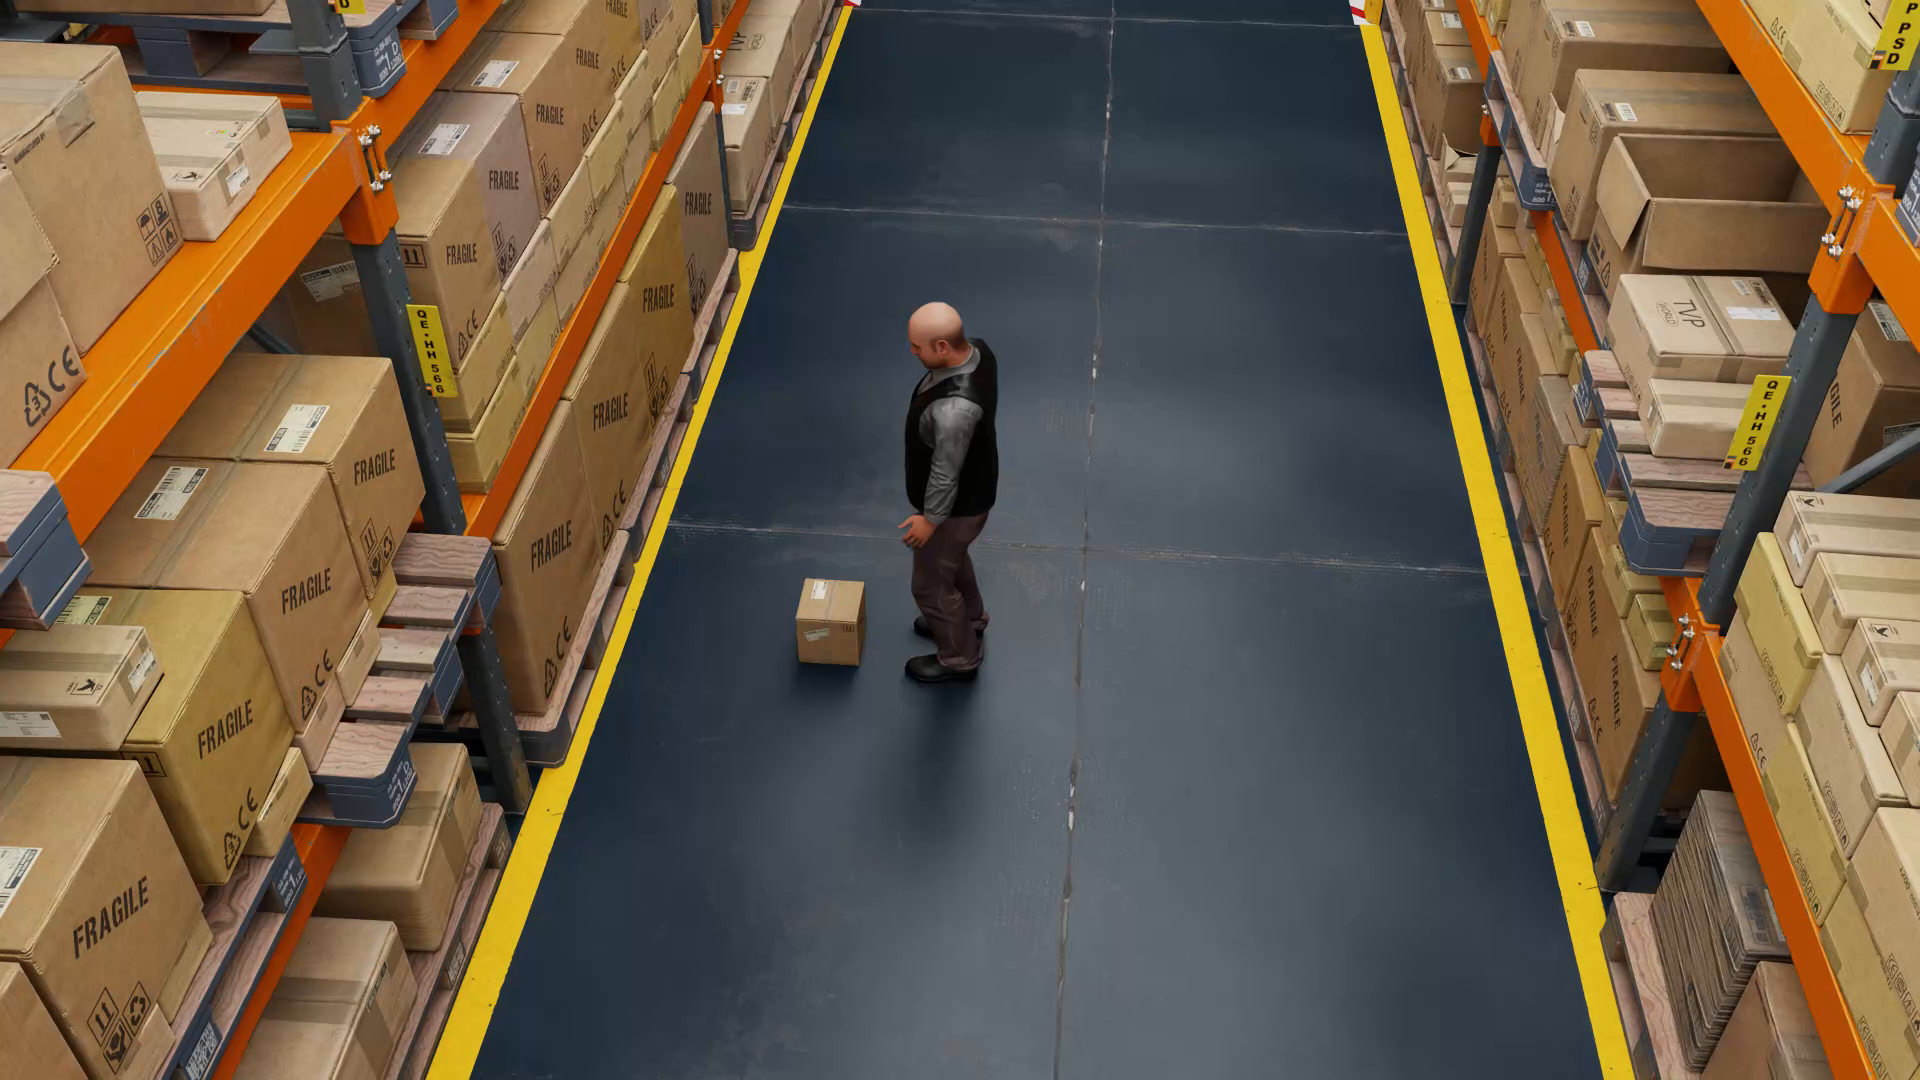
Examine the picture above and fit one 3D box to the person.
[{"bbox_3d":[-0.037,-0.167,6.394,0.359,1.705,0.540,4,40,5],"label":"person"}]
